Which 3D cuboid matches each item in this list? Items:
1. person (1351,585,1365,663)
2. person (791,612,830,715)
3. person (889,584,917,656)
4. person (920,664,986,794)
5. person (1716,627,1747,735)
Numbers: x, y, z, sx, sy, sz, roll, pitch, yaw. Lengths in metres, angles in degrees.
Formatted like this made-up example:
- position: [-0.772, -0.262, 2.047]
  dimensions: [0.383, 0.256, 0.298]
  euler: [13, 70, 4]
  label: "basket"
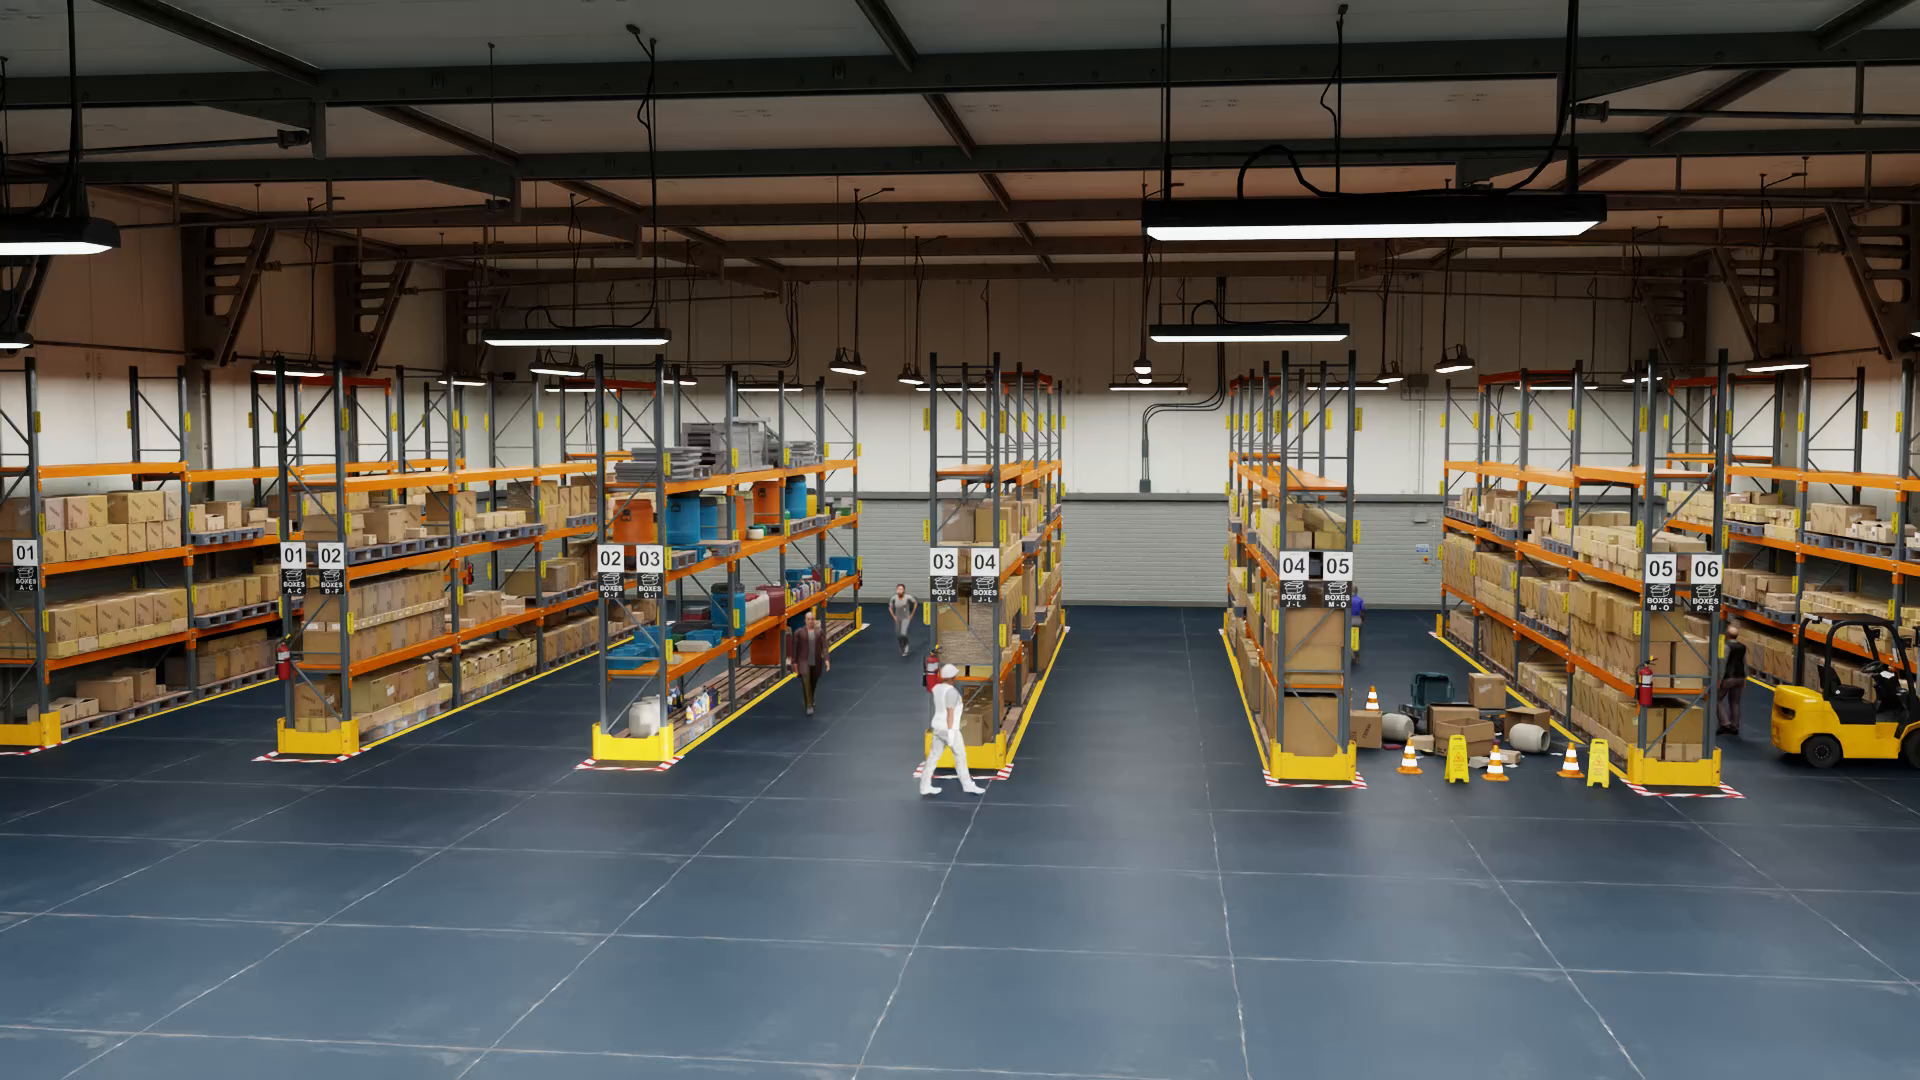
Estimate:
- position: [8.175, 1.767, 34.452]
  dimensions: [0.518, 1.629, 0.578]
  euler: [-1, 4, -11]
  label: "person"
- position: [-2.574, 2.123, 28.570]
  dimensions: [0.628, 1.663, 1.204]
  euler: [-1, 4, -18]
  label: "person"
- position: [-1.207, 1.704, 35.517]
  dimensions: [0.574, 1.581, 0.701]
  euler: [1, 4, 15]
  label: "person"
- position: [-0.128, 2.534, 22.363]
  dimensions: [0.879, 1.754, 0.614]
  euler: [-2, 5, -26]
  label: "person"
- position: [12.366, 2.267, 26.689]
  dimensions: [0.567, 1.748, 0.389]
  euler: [-1, 4, -18]
  label: "person"
